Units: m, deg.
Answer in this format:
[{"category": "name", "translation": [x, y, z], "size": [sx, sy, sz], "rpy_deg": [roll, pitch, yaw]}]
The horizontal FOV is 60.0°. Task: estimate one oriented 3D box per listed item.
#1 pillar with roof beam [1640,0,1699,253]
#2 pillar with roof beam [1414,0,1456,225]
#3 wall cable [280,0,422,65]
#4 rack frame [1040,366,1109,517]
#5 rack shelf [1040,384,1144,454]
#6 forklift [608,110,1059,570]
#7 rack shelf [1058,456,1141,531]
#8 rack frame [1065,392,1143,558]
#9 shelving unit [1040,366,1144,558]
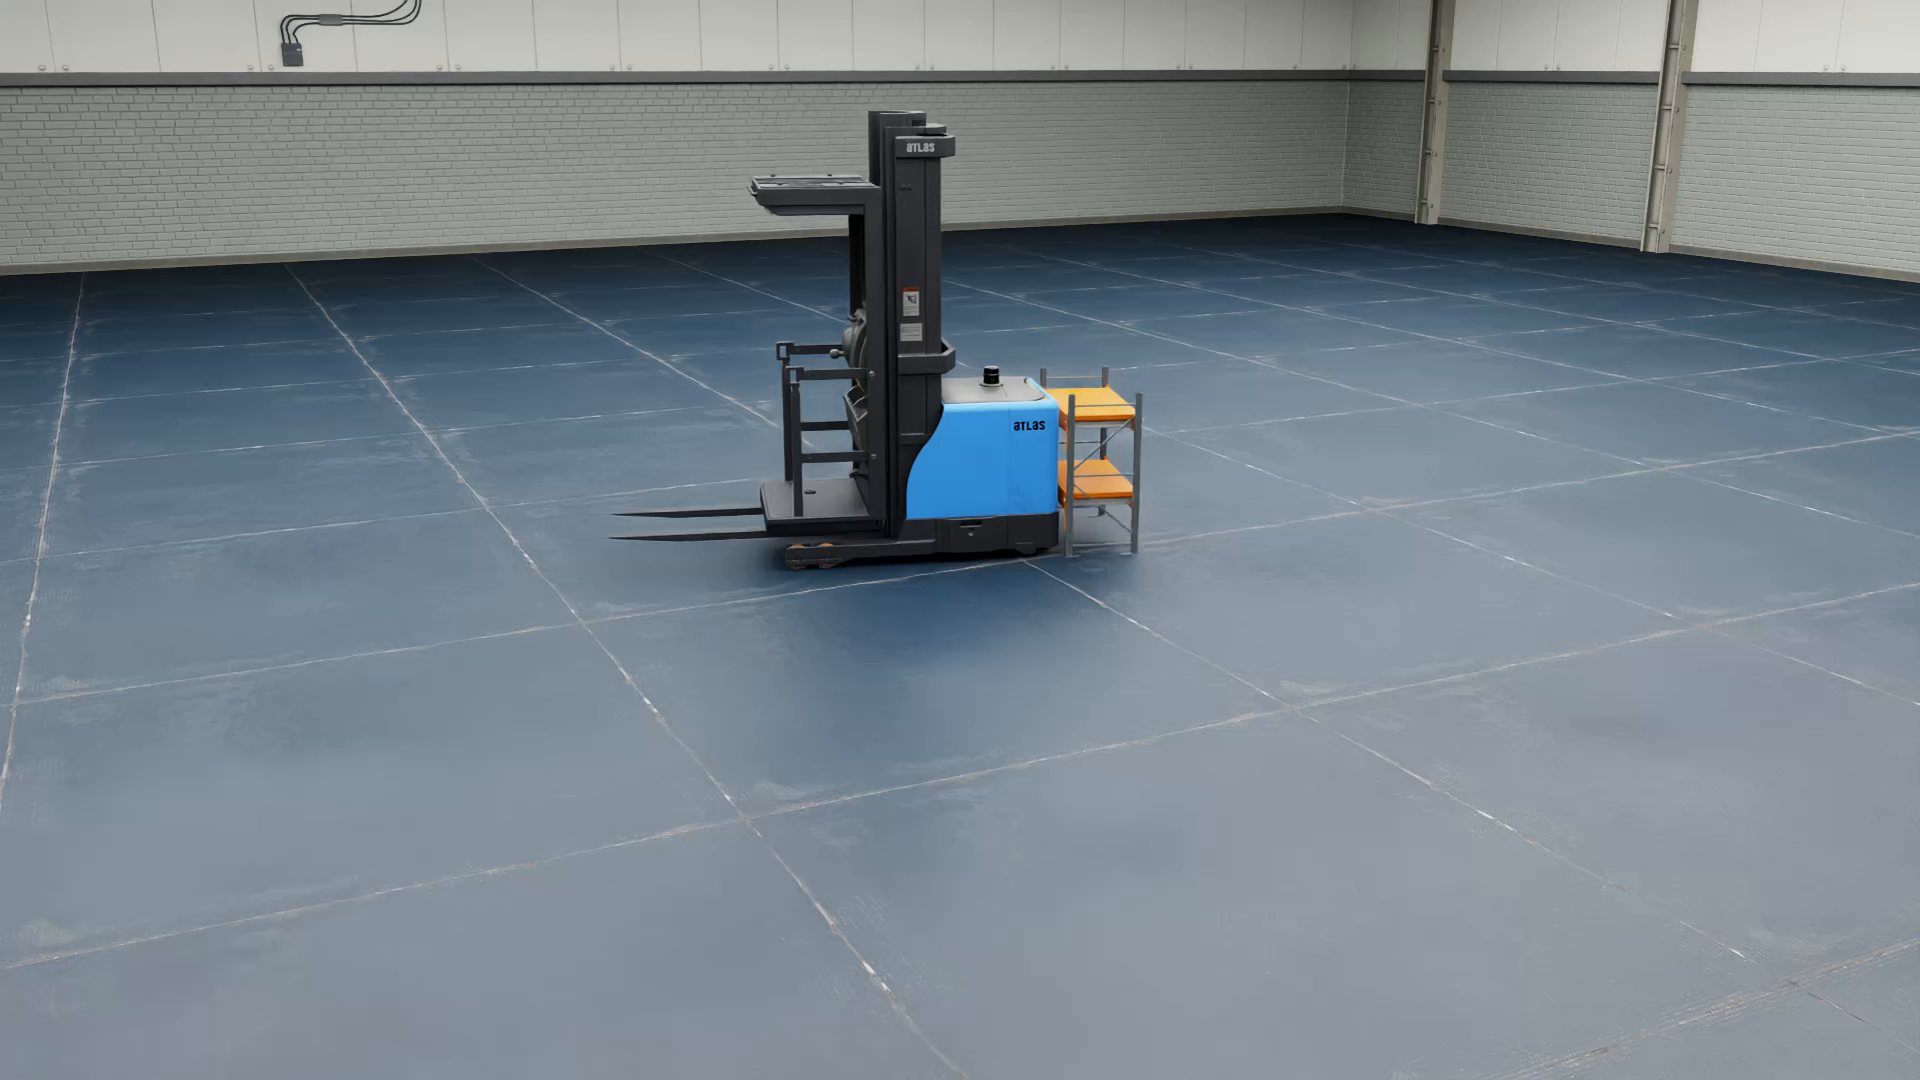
[{"category": "pillar with roof beam", "translation": [8.546, -8.961, 26.662], "size": [9.100, 9.000, 0.400], "rpy_deg": [-8, 18, -25]}, {"category": "pillar with roof beam", "translation": [5.917, -10.449, 31.847], "size": [9.100, 9.000, 0.400], "rpy_deg": [-8, 18, -25]}, {"category": "wall cable", "translation": [-10.090, -10.830, 27.012], "size": [2.305, 6.003, 0.169], "rpy_deg": [-8, 18, -25]}, {"category": "rack frame", "translation": [0.830, -0.711, 12.189], "size": [0.500, 1.125, 0.032], "rpy_deg": [-2, 16, -8]}, {"category": "rack shelf", "translation": [0.900, -0.854, 11.625], "size": [0.538, 0.278, 1.000], "rpy_deg": [-2, 16, -8]}, {"category": "forklift", "translation": [-0.885, -1.369, 11.207], "size": [3.031, 2.935, 1.130], "rpy_deg": [-3, 16, -9]}, {"category": "rack shelf", "translation": [0.899, -0.337, 11.773], "size": [0.538, 0.278, 1.000], "rpy_deg": [-2, 16, -8]}, {"category": "rack frame", "translation": [0.969, -0.433, 11.222], "size": [0.500, 1.125, 0.032], "rpy_deg": [-2, 16, -8]}, {"category": "shelving unit", "translation": [0.900, -0.572, 11.705], "size": [0.538, 1.125, 1.048], "rpy_deg": [-2, 16, -8]}]
